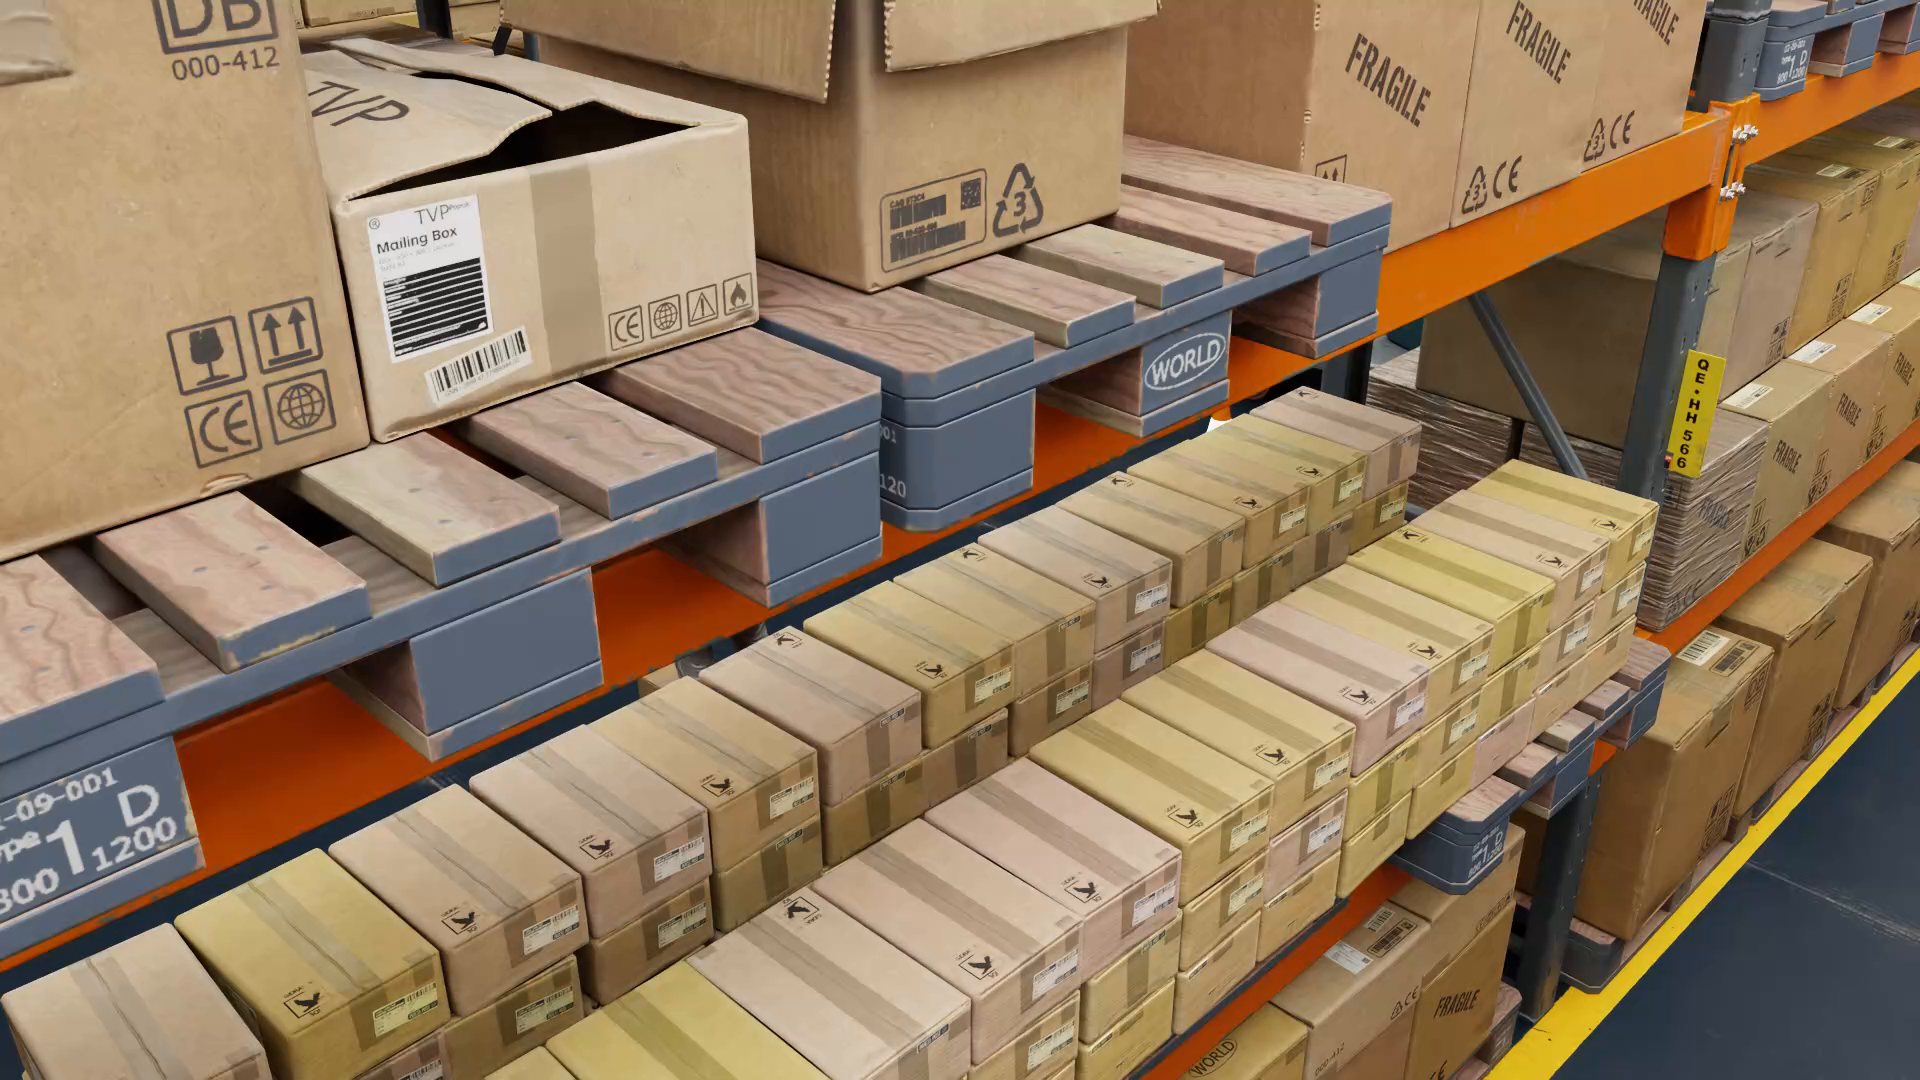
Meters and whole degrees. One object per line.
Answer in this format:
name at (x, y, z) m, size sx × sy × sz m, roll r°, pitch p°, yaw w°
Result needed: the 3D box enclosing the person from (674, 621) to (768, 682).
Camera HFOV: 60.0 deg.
person at (-0.918, 0.035, 6.033) m, size 0.455 × 1.760 × 0.635 m, roll 22°, pitch 35°, yaw 36°
